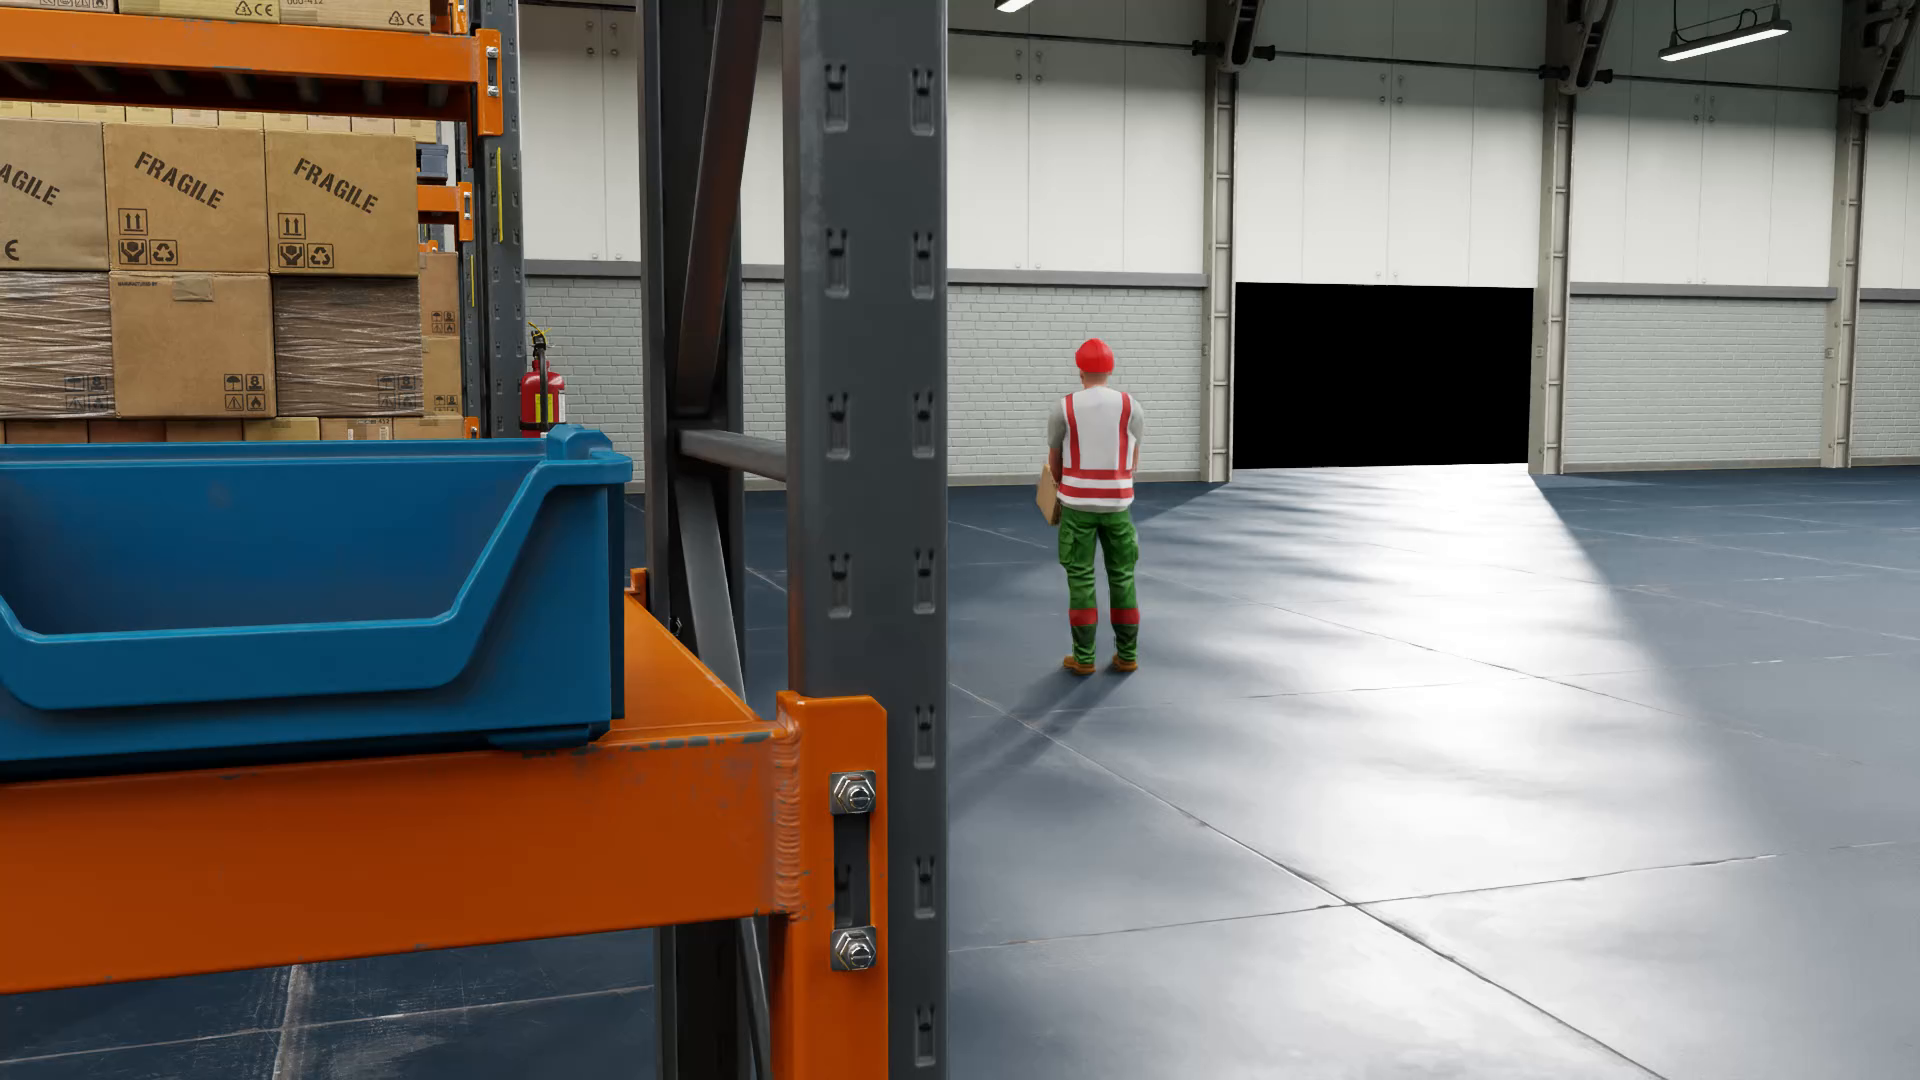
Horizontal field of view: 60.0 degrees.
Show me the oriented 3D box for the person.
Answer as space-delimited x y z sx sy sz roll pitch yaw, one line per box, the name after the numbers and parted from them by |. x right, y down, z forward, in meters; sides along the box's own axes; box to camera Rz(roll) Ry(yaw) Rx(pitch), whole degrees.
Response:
0.720 -0.184 8.970 0.514 1.793 0.526 0 6 -2 | person
